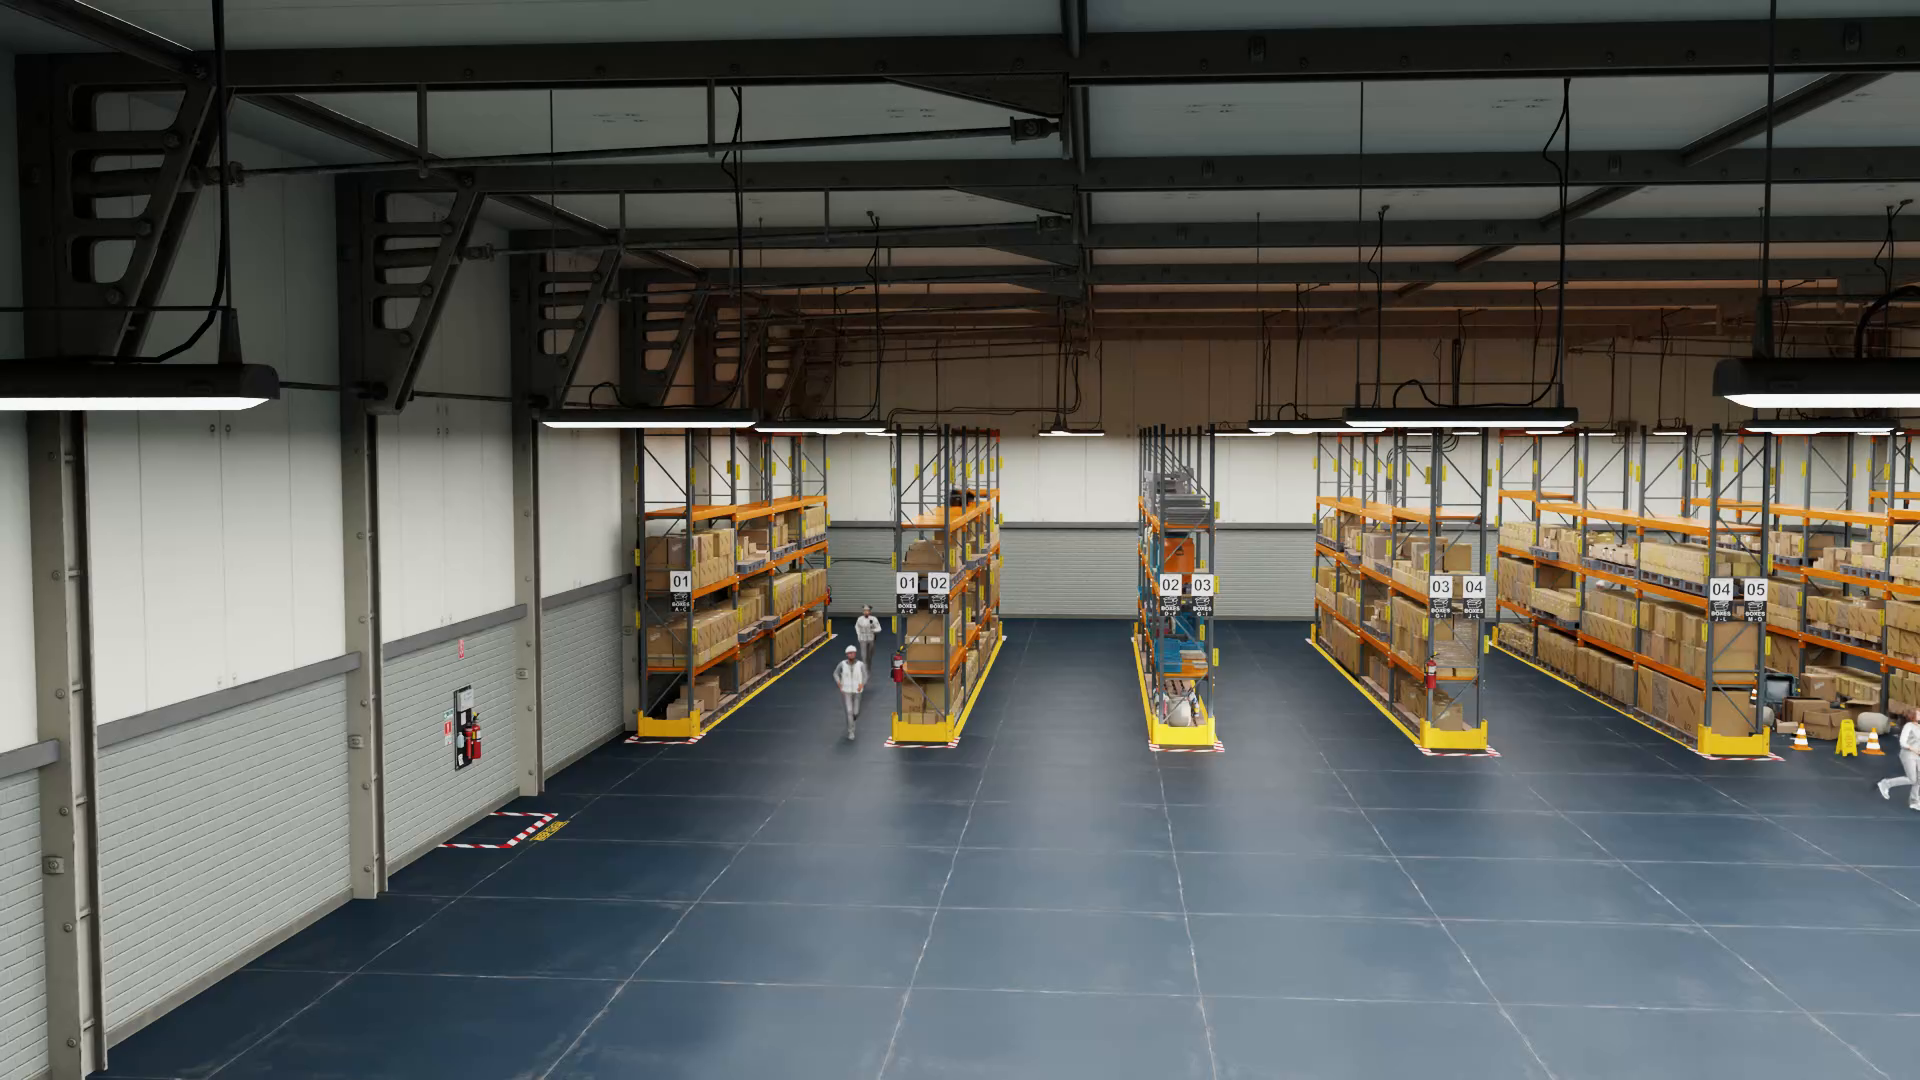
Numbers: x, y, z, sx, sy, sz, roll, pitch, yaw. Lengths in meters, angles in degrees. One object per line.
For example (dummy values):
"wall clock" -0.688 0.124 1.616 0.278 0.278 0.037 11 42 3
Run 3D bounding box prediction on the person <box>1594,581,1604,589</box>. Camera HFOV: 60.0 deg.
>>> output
"person" 18.193 2.004 47.026 0.747 1.722 0.688 0 3 -3

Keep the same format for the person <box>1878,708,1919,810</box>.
"person" 14.684 3.381 25.788 0.543 1.586 0.694 -3 5 -40

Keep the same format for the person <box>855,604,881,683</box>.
"person" -2.082 2.311 37.497 0.564 1.741 0.781 0 3 -3

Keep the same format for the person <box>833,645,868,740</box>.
"person" -2.099 2.906 32.030 0.669 1.773 0.815 -1 4 -11
